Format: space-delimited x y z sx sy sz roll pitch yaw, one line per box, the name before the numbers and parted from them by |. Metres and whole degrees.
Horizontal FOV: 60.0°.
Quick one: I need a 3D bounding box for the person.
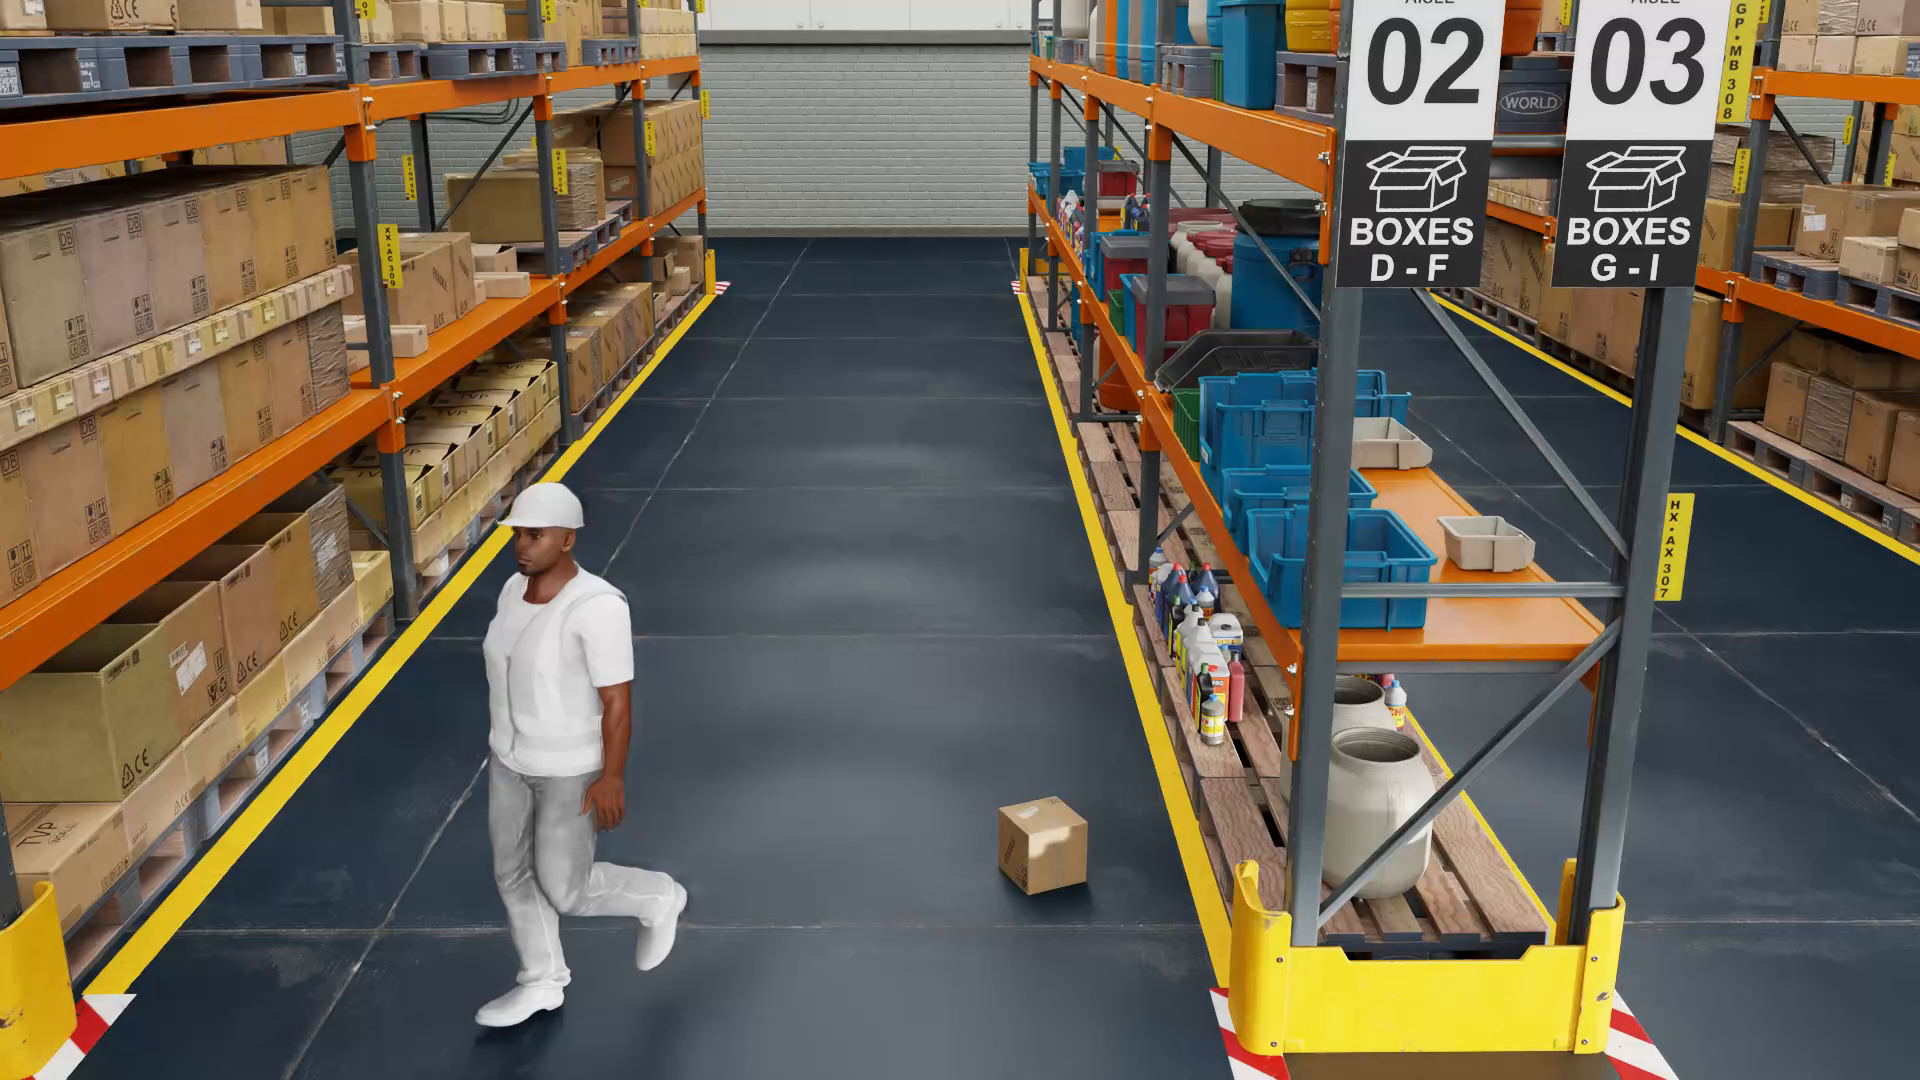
person | -1.253 0.673 5.259 0.588 1.747 0.706 13 21 36
